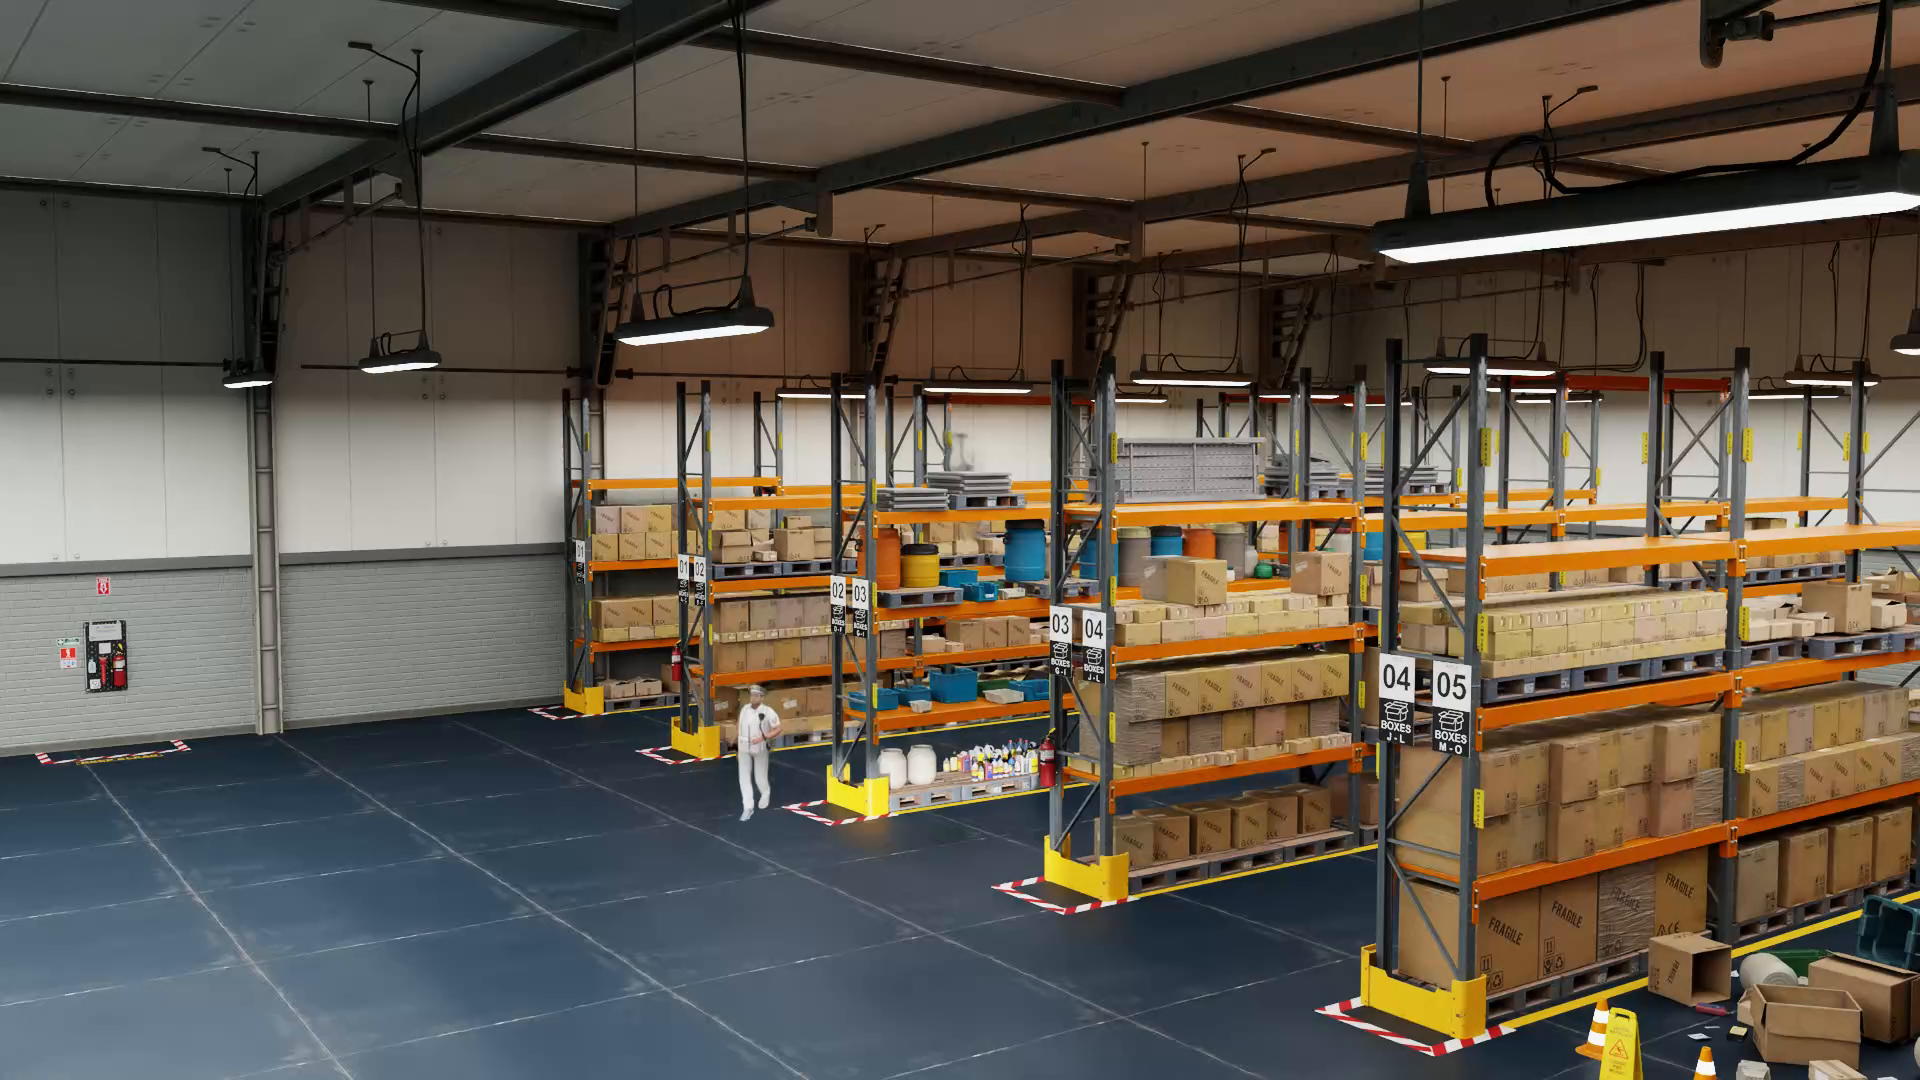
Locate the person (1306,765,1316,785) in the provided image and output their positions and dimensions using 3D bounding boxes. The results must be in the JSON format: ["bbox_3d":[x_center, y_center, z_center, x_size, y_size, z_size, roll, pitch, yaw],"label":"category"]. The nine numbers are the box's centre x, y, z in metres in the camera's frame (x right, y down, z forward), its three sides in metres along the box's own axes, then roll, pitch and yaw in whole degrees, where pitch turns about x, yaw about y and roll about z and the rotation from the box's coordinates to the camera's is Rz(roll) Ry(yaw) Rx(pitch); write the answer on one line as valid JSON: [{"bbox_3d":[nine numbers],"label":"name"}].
[{"bbox_3d":[4.912,2.834,23.861,0.725,1.699,0.565,-3,5,-43],"label":"person"}]

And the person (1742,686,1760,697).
[{"bbox_3d":[11.037,2.828,23.351,0.546,1.655,0.603,-3,5,-38],"label":"person"}]

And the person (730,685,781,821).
[{"bbox_3d":[-2.756,2.852,22.551,0.681,1.797,0.838,1,4,9],"label":"person"}]
